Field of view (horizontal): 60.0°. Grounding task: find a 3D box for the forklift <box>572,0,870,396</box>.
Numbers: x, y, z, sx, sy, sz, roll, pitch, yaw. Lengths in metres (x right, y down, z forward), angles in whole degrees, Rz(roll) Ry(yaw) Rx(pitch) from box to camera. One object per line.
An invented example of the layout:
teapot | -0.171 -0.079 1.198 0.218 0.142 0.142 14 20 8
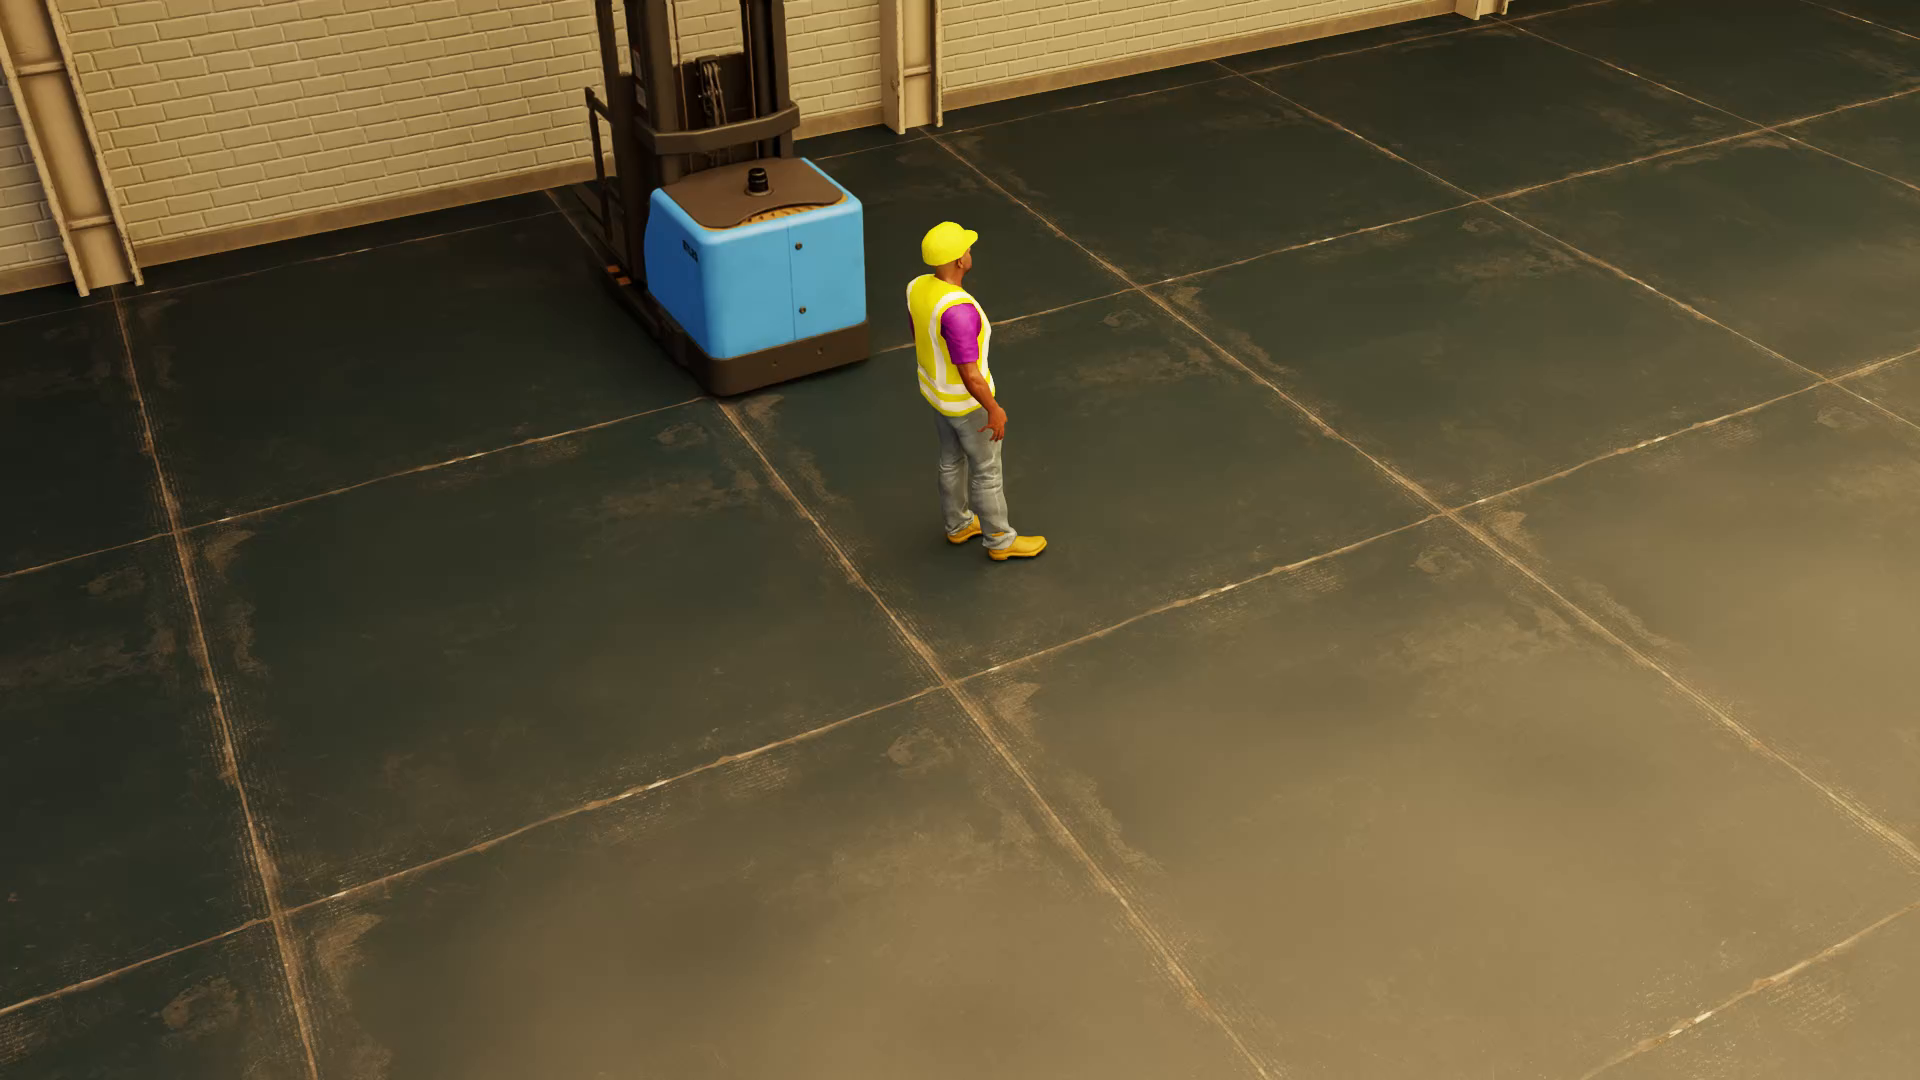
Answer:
forklift | -1.717 -2.867 10.179 1.130 2.935 3.031 -18 39 -24

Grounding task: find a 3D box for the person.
person | 0.064 -0.743 8.171 0.577 1.765 0.666 -17 39 -23
